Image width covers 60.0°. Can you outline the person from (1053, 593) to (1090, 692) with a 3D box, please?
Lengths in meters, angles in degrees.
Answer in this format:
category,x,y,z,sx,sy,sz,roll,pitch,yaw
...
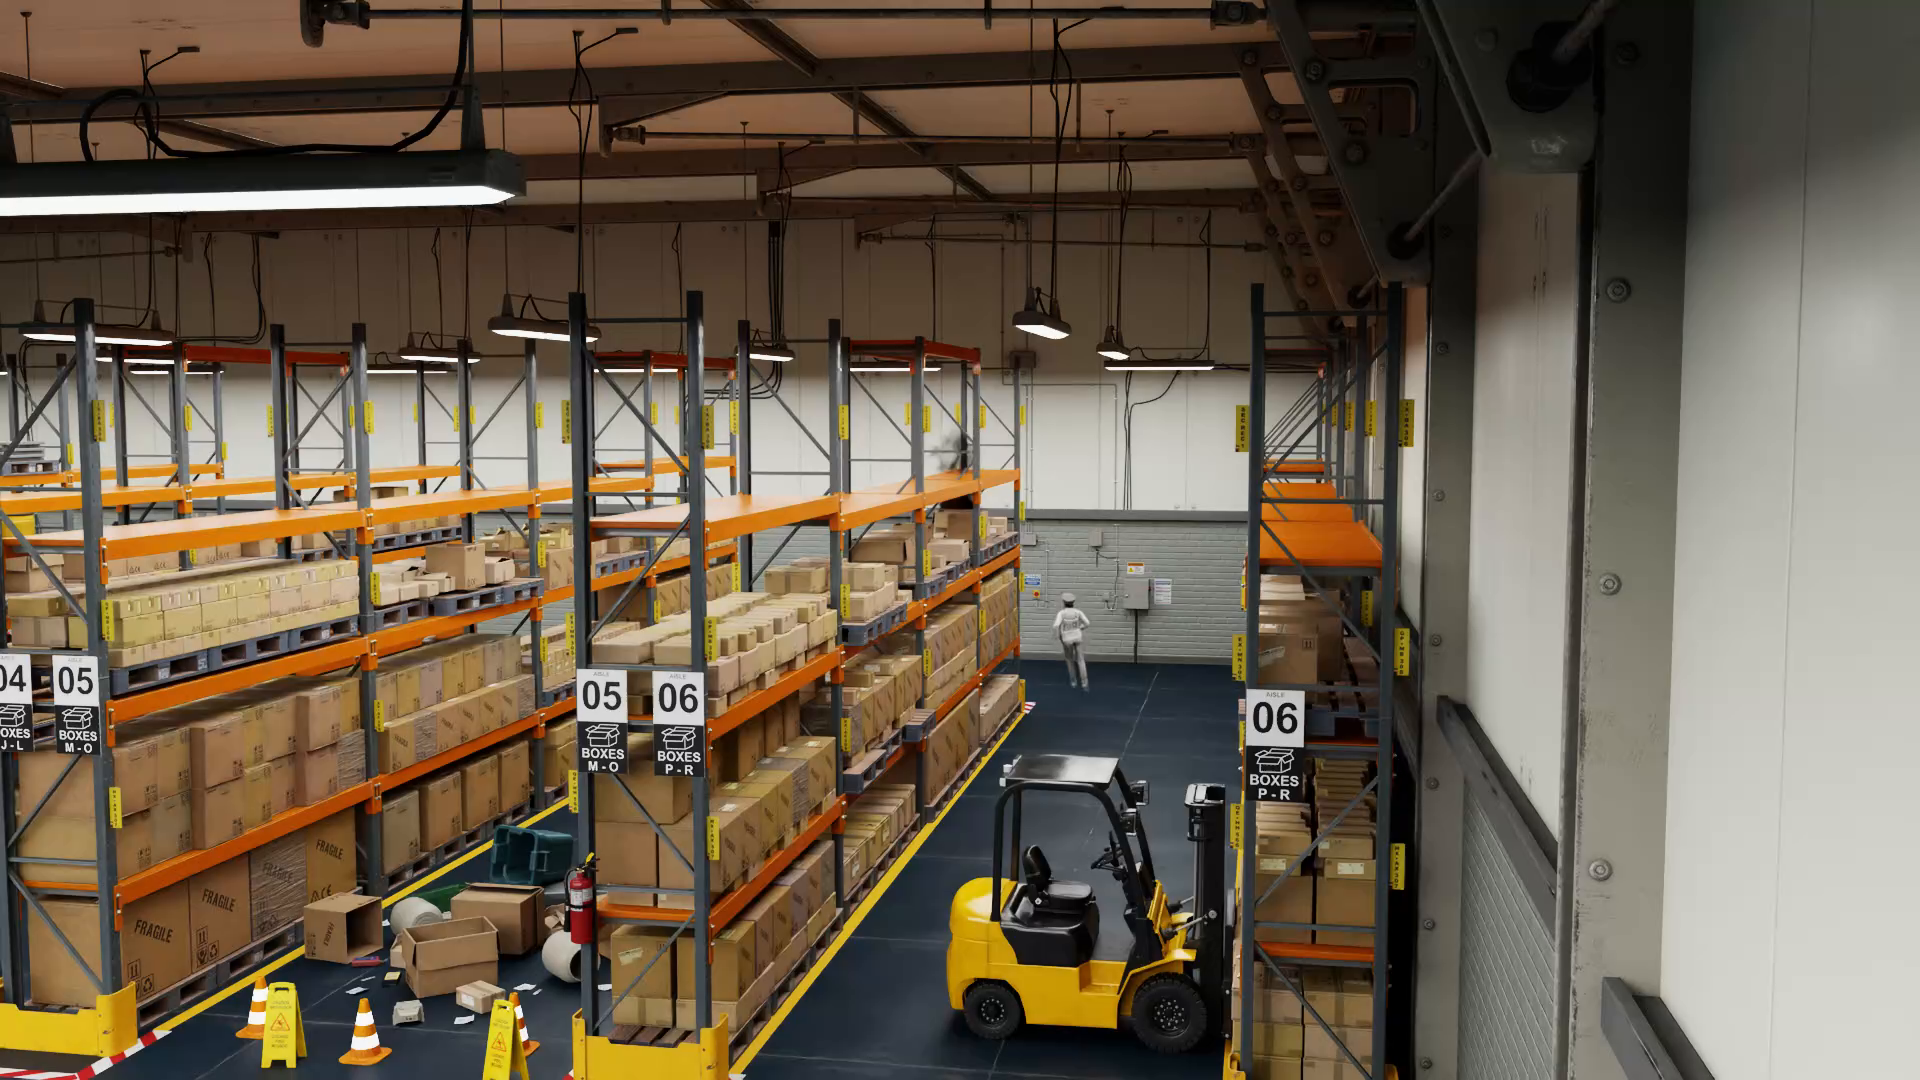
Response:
category,x,y,z,sx,sy,sz,roll,pitch,yaw
person,1.886,1.749,28.513,0.667,1.701,0.809,0,5,-5

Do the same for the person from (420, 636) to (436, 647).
category,x,y,z,sx,sy,sz,roll,pitch,yaw
person,-8.219,2.279,25.657,0.562,1.663,0.573,1,5,7
